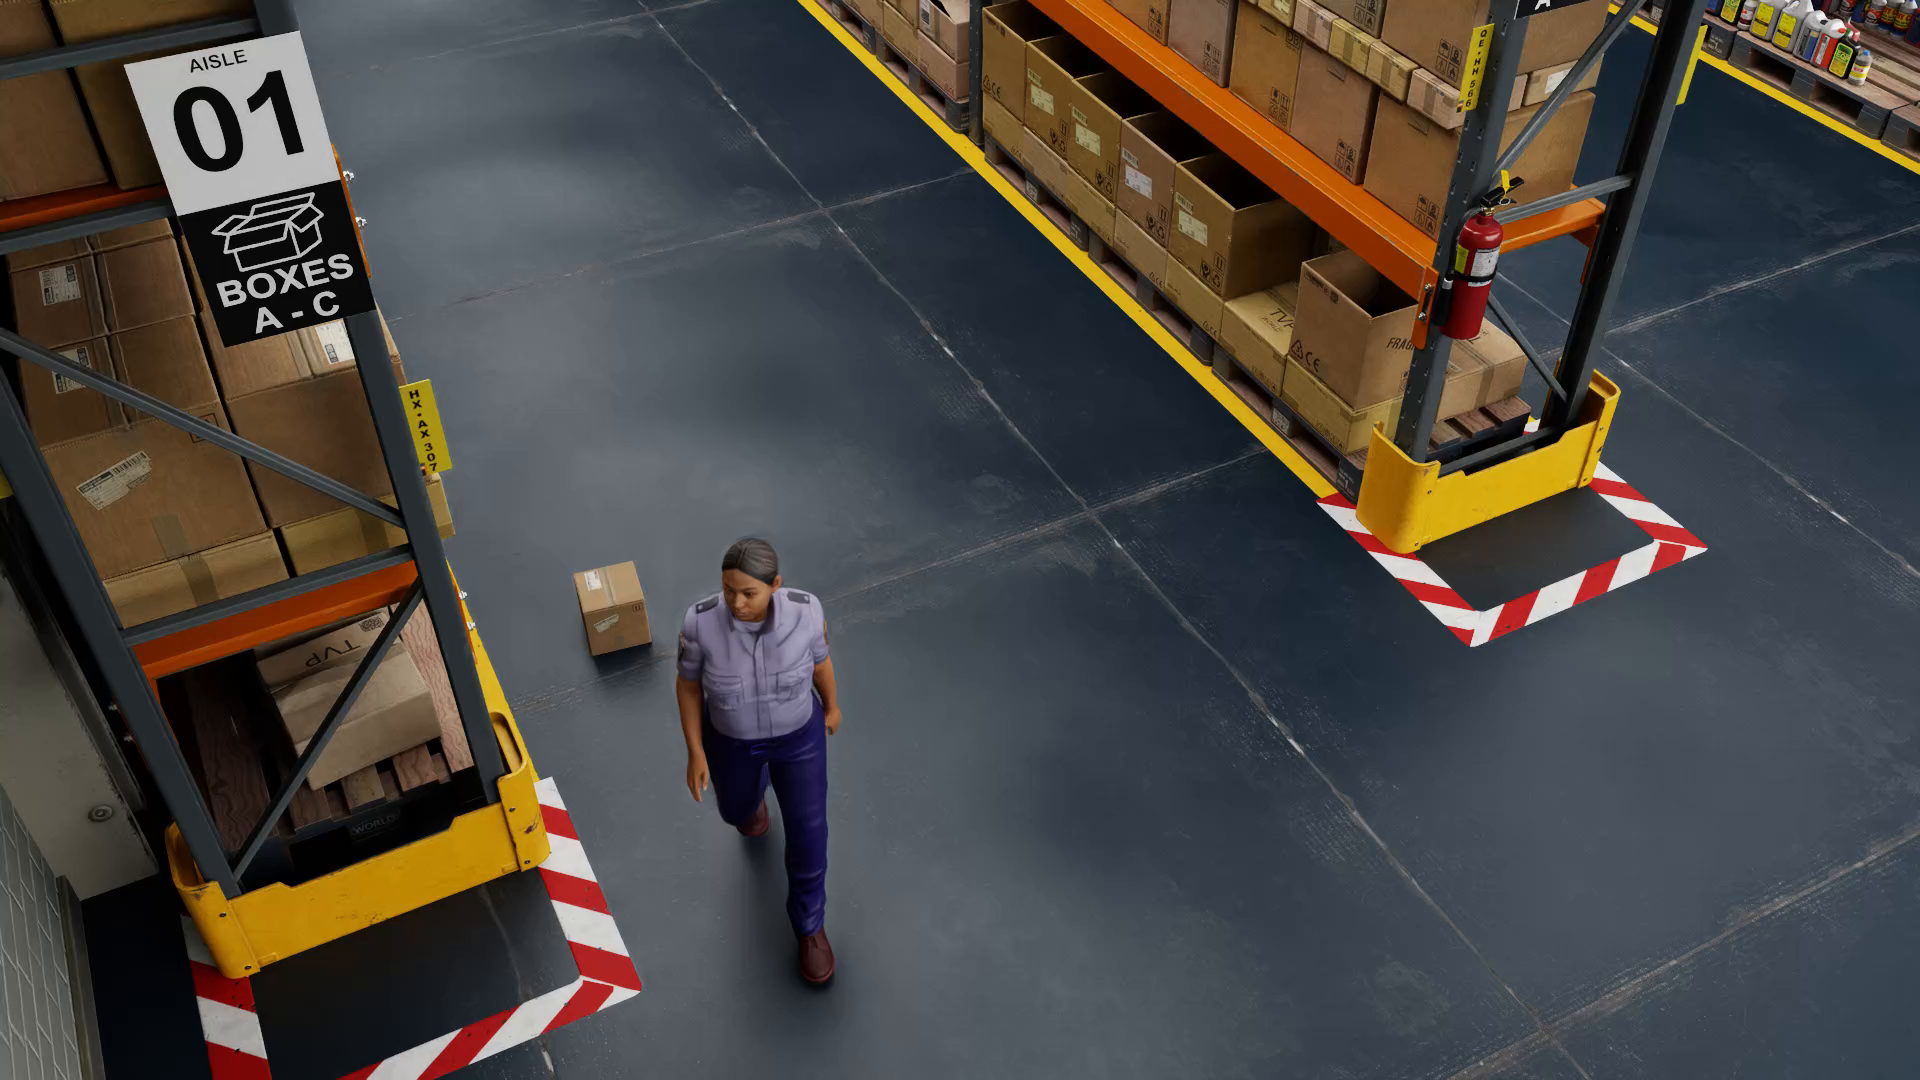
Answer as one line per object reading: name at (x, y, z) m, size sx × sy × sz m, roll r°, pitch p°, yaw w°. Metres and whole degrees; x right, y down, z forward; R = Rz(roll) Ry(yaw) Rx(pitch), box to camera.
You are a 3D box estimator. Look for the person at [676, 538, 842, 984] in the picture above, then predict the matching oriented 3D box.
person at (-0.640, 0.633, 5.441) m, size 0.529 × 1.608 × 0.899 m, roll -7°, pitch 42°, yaw -7°
